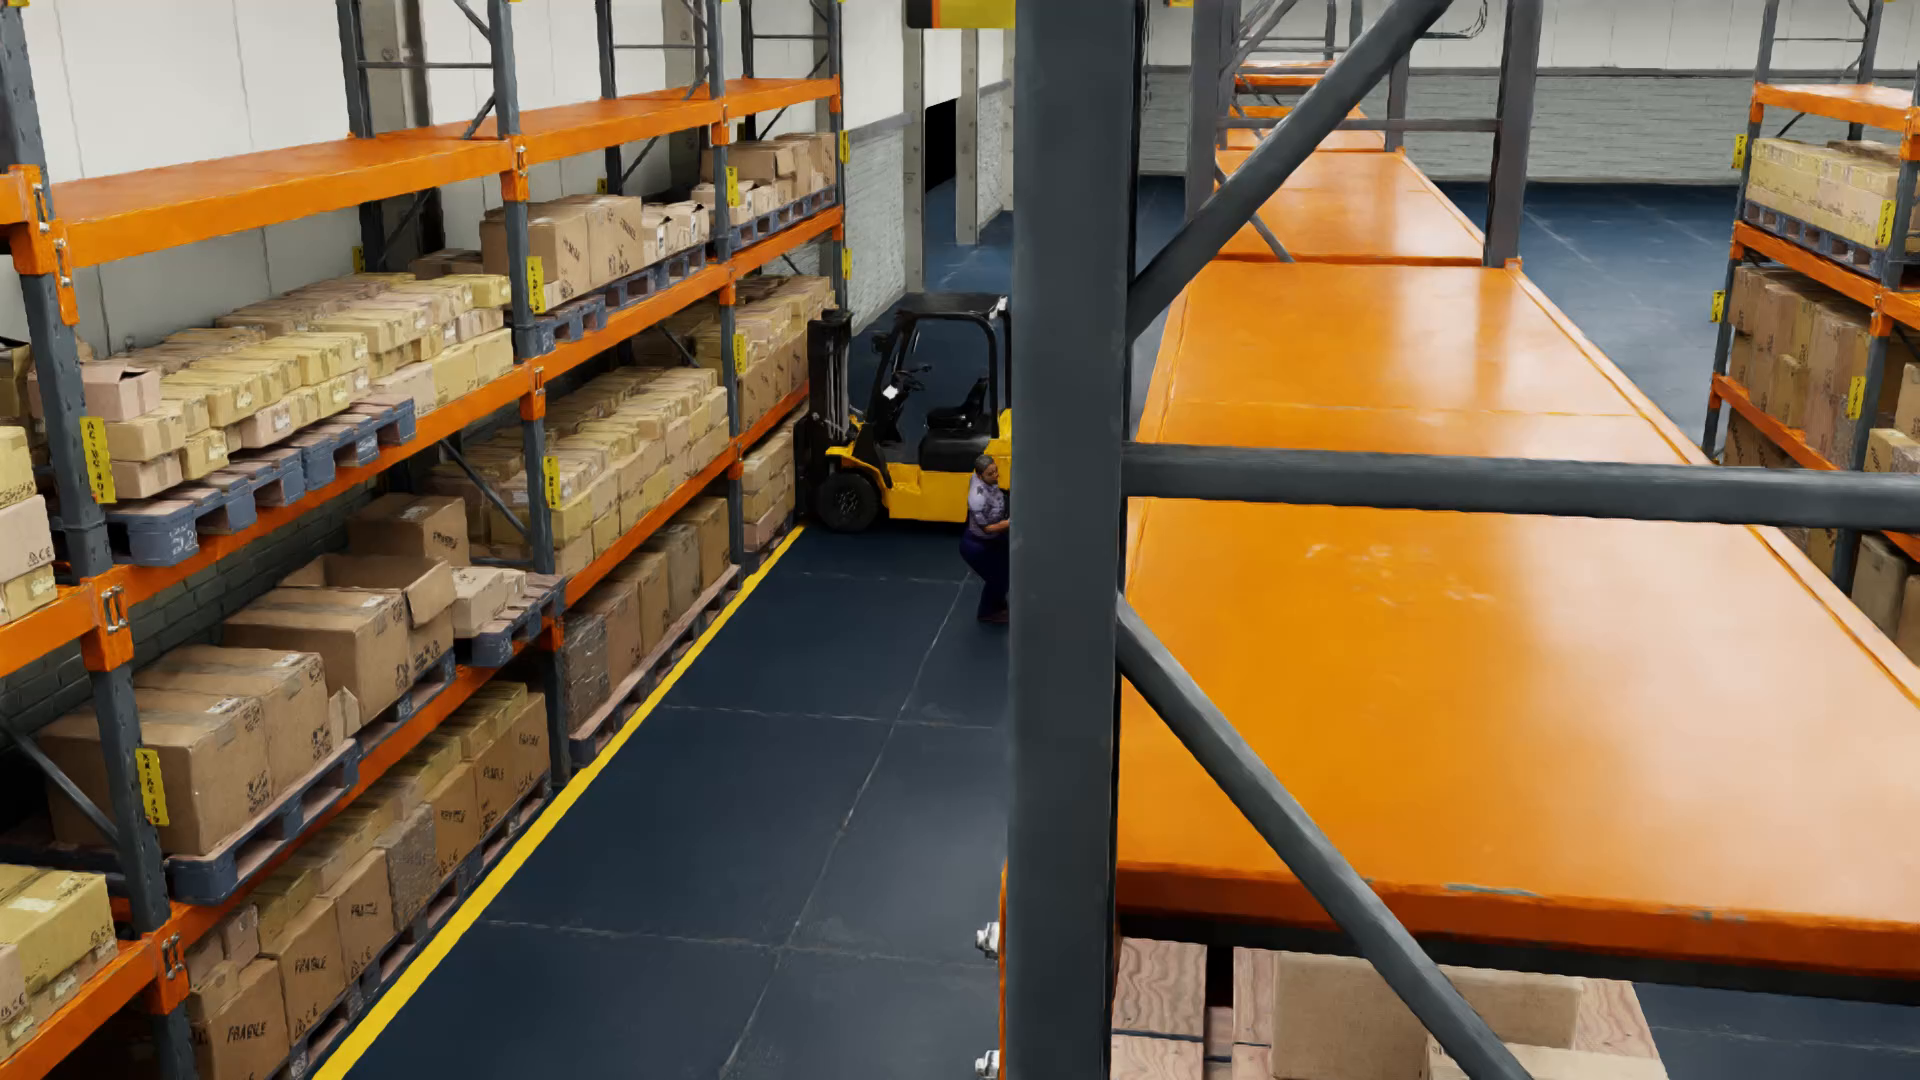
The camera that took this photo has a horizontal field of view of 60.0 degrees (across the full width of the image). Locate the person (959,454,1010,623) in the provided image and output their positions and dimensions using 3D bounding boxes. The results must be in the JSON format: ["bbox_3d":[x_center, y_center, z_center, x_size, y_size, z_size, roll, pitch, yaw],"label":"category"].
[{"bbox_3d":[0.294,-0.015,13.315,0.541,1.515,0.892,4,18,11],"label":"person"}]
